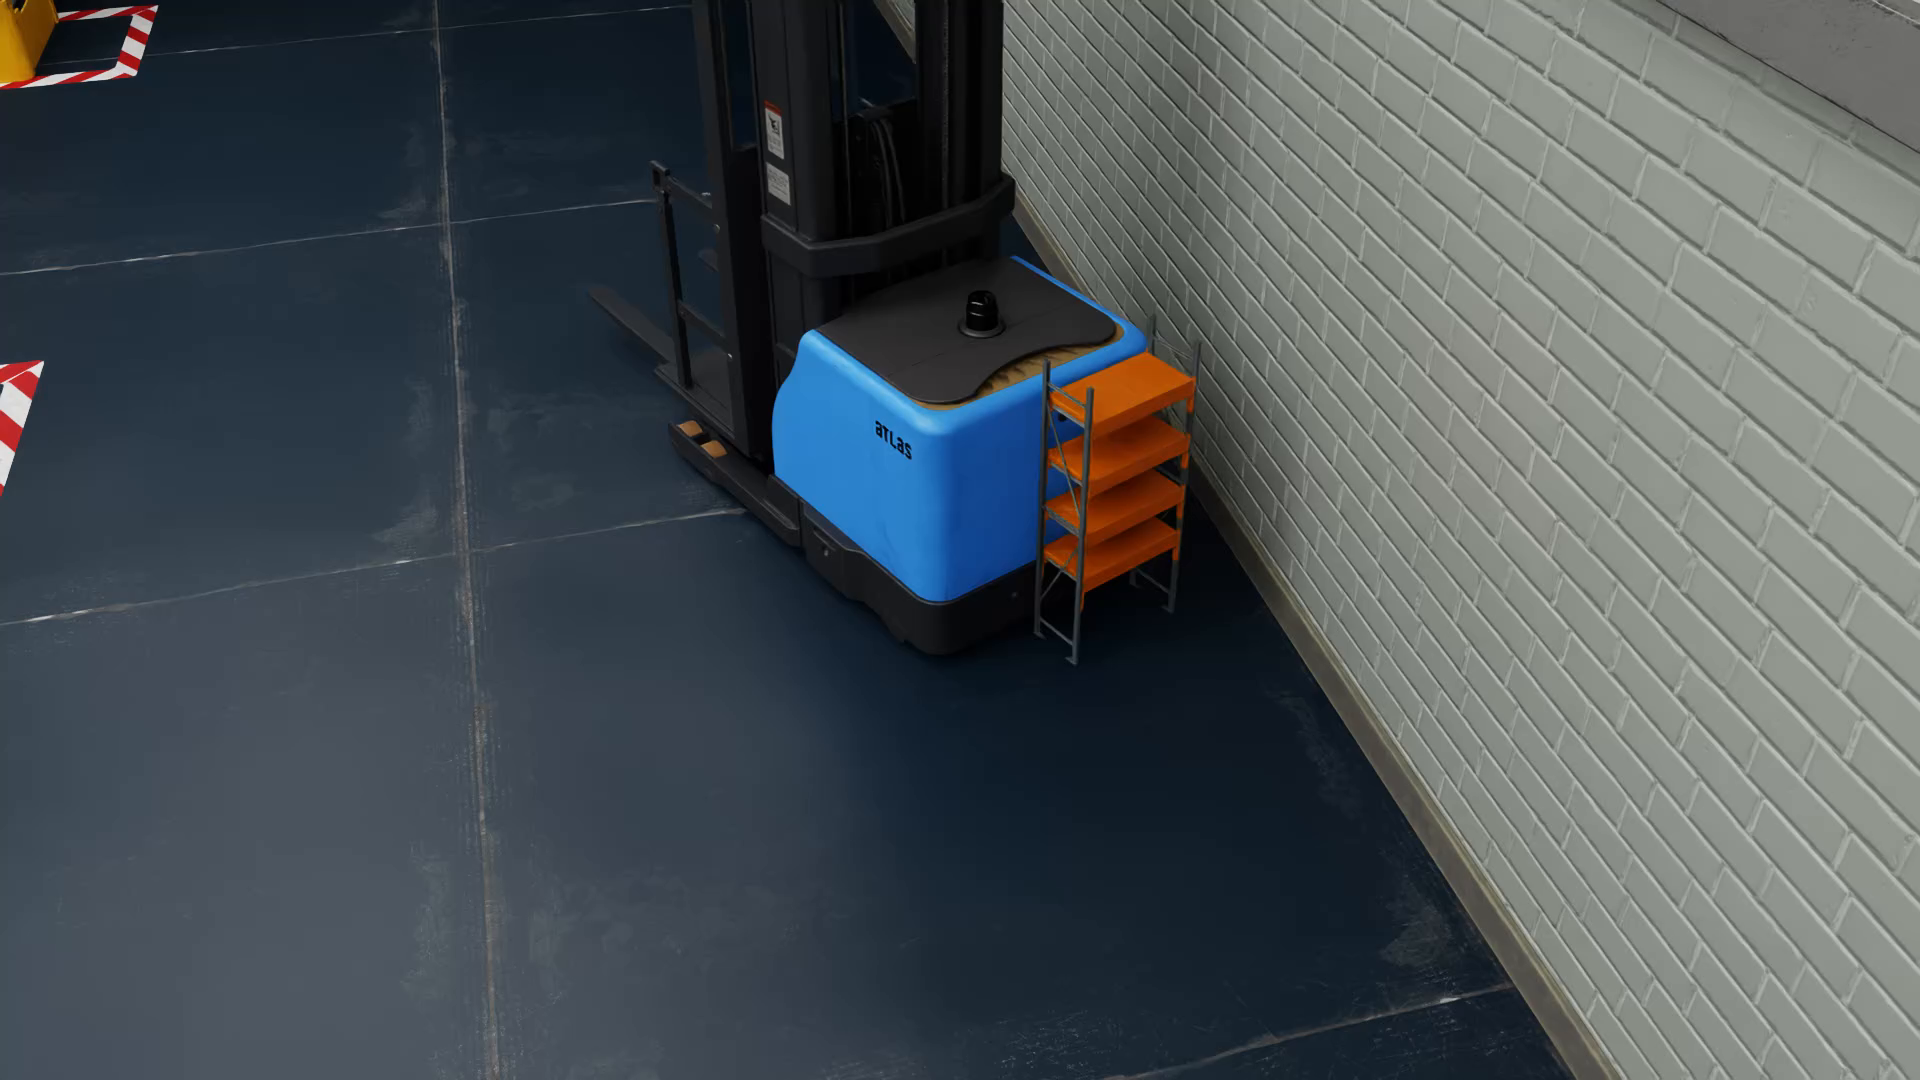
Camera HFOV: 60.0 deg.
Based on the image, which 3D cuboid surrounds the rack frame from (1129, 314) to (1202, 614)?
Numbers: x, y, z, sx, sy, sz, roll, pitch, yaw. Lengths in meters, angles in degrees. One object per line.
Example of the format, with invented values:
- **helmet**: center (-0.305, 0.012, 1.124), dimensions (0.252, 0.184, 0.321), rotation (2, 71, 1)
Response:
- **rack frame**: center (0.743, -0.253, 6.094), dimensions (0.015, 1.200, 0.240), rotation (-25, 44, -29)

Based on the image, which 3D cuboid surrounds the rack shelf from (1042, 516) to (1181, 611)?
- **rack shelf**: center (0.550, 0.049, 6.136), dimensions (0.480, 0.148, 0.258), rotation (-25, 44, -29)

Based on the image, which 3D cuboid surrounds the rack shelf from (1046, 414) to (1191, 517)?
- **rack shelf**: center (0.550, -0.286, 5.879), dimensions (0.480, 0.148, 0.258), rotation (-25, 44, -29)

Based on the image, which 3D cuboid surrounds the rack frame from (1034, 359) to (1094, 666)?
- **rack frame**: center (0.358, -0.071, 5.855), dimensions (0.015, 1.200, 0.240), rotation (-25, 44, -29)

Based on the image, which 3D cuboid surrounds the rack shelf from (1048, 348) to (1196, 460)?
- **rack shelf**: center (0.550, -0.474, 5.736), dimensions (0.480, 0.148, 0.258), rotation (-25, 44, -29)

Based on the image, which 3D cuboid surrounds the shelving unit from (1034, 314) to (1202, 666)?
- **shelving unit**: center (0.550, -0.162, 5.974), dimensions (0.503, 1.200, 0.258), rotation (-25, 44, -29)

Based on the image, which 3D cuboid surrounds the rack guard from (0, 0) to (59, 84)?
- **rack guard**: center (-6.213, -3.435, 10.828), dimensions (0.348, 0.500, 1.175), rotation (-9, 38, -12)

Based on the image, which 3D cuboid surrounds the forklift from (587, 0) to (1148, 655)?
- **forklift**: center (-0.601, -1.583, 6.408), dimensions (1.130, 2.935, 3.031), rotation (-25, 44, -29)

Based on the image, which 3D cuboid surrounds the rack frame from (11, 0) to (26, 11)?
- **rack frame**: center (-6.237, -4.424, 10.064), dimensions (0.127, 3.000, 1.000), rotation (-9, 38, -12)

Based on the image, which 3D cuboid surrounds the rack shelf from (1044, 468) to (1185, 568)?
- **rack shelf**: center (0.550, -0.109, 6.015), dimensions (0.480, 0.148, 0.258), rotation (-25, 44, -29)
